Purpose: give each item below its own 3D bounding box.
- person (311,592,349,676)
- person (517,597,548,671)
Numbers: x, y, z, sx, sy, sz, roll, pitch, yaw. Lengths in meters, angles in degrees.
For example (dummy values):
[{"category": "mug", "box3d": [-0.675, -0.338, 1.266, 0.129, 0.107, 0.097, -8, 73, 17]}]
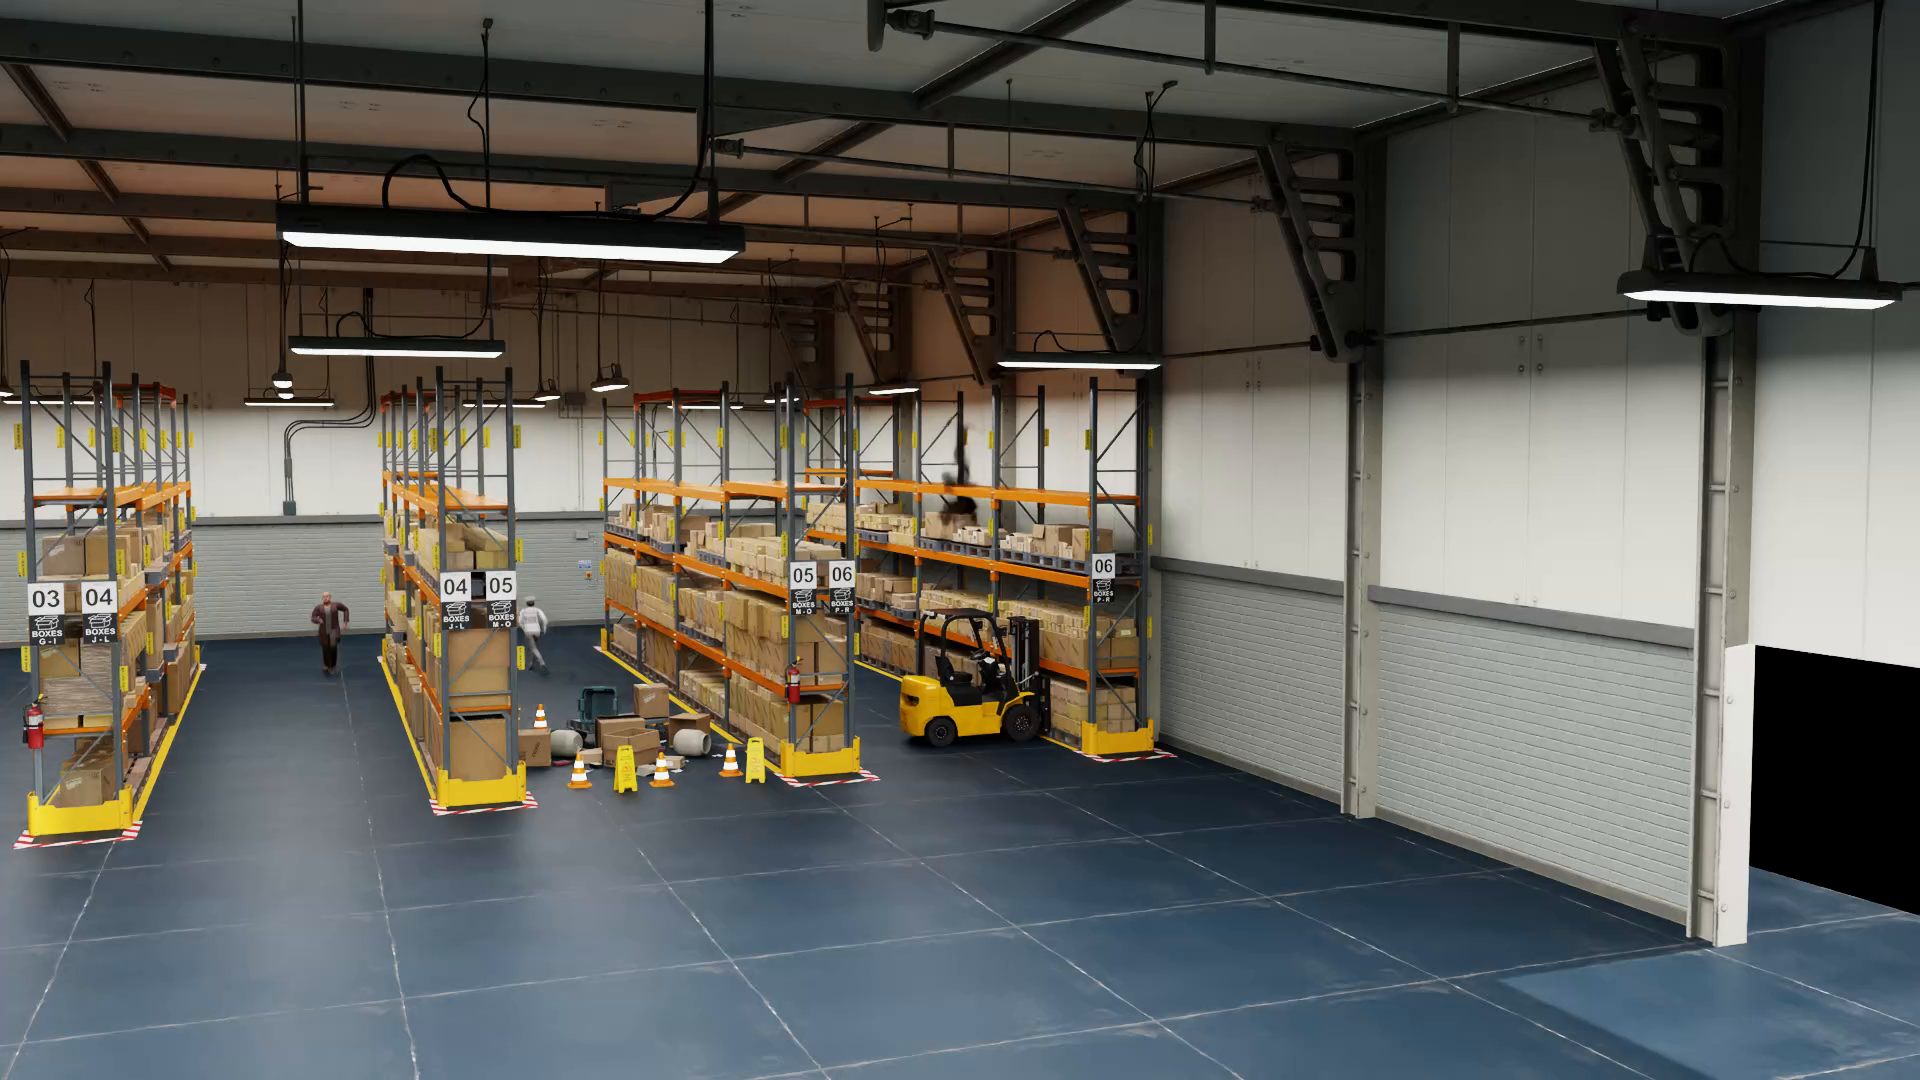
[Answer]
[{"category": "person", "box3d": [-13.402, 1.990, 35.389, 0.734, 1.800, 0.951, -1, 4, -12]}, {"category": "person", "box3d": [-9.208, 2.067, 35.867, 0.612, 1.638, 0.802, -2, 4, -26]}]
